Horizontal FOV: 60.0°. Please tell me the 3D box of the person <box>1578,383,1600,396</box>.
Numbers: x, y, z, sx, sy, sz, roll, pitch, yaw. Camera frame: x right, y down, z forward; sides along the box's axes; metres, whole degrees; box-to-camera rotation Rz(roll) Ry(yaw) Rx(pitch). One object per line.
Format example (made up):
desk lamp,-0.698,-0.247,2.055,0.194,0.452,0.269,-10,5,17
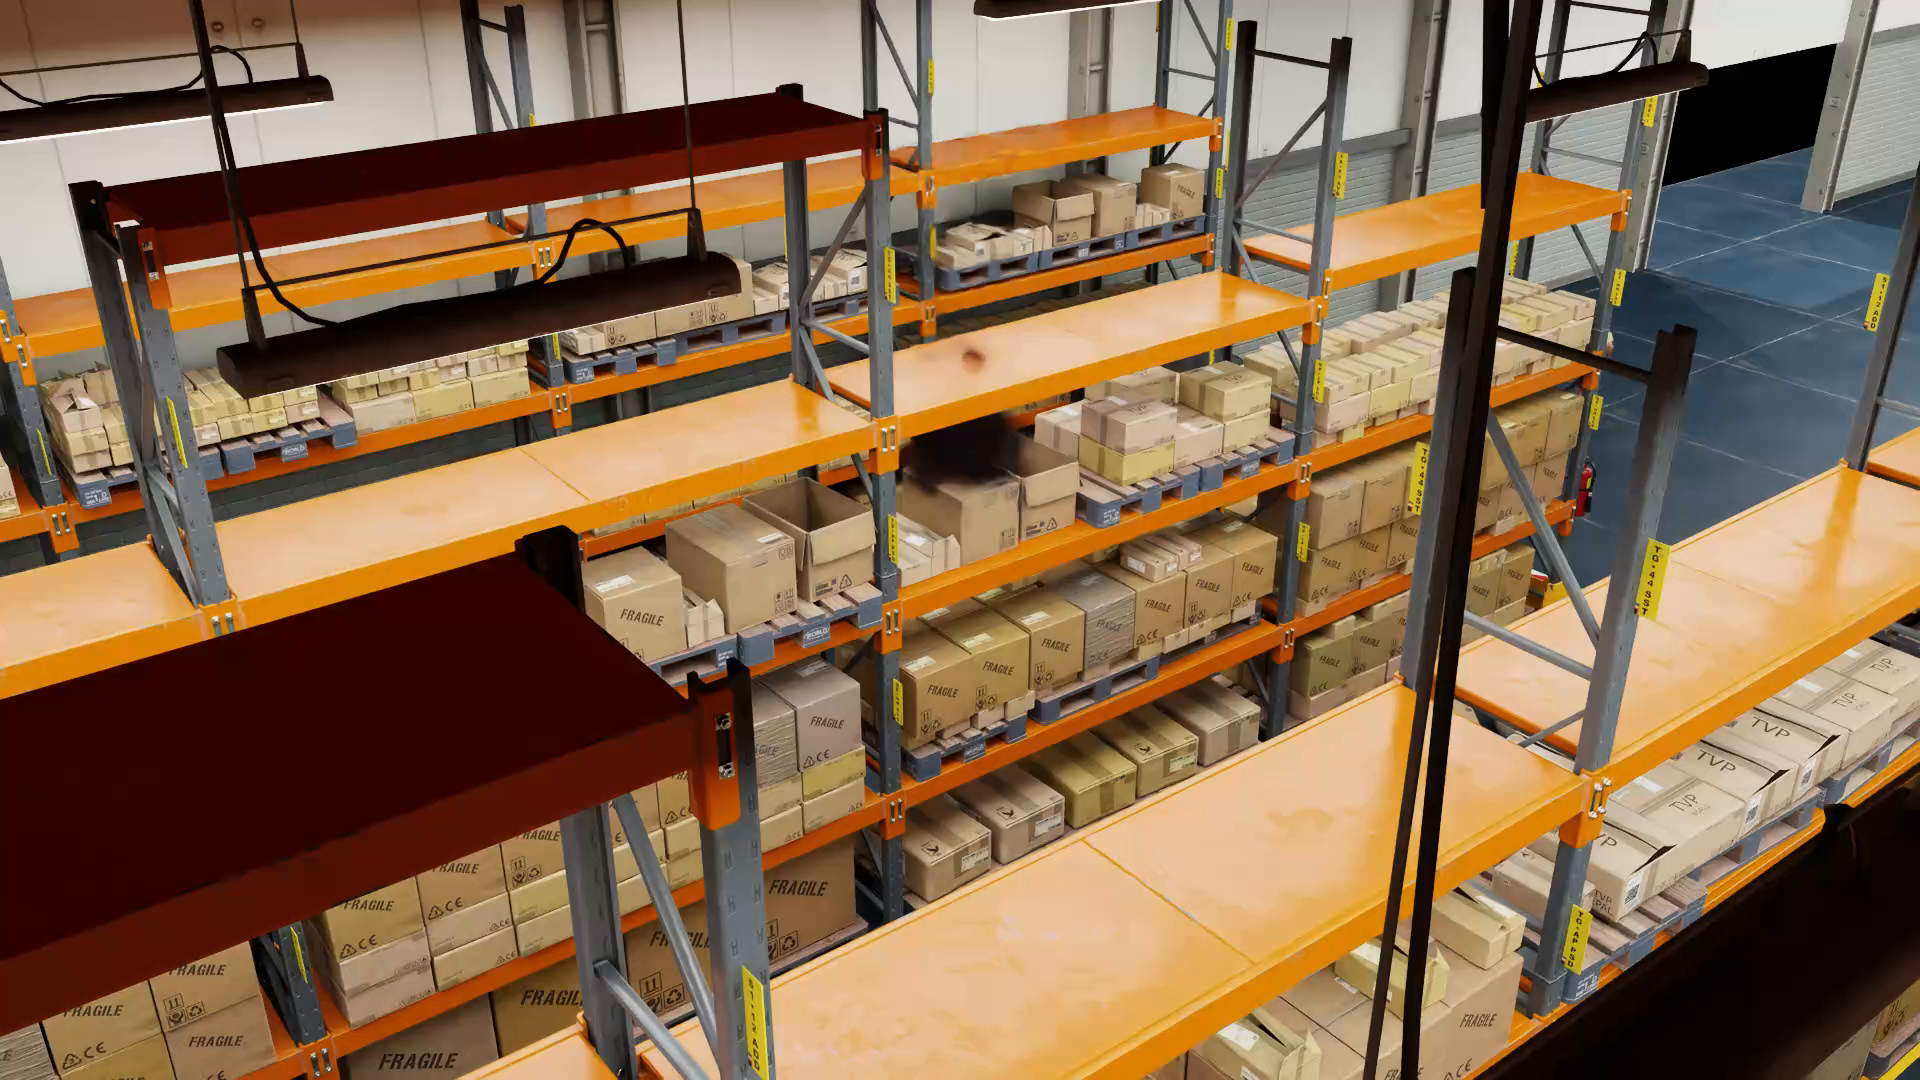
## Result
person,7.774,-1.845,20.806,0.347,0.975,0.710,17,31,30
